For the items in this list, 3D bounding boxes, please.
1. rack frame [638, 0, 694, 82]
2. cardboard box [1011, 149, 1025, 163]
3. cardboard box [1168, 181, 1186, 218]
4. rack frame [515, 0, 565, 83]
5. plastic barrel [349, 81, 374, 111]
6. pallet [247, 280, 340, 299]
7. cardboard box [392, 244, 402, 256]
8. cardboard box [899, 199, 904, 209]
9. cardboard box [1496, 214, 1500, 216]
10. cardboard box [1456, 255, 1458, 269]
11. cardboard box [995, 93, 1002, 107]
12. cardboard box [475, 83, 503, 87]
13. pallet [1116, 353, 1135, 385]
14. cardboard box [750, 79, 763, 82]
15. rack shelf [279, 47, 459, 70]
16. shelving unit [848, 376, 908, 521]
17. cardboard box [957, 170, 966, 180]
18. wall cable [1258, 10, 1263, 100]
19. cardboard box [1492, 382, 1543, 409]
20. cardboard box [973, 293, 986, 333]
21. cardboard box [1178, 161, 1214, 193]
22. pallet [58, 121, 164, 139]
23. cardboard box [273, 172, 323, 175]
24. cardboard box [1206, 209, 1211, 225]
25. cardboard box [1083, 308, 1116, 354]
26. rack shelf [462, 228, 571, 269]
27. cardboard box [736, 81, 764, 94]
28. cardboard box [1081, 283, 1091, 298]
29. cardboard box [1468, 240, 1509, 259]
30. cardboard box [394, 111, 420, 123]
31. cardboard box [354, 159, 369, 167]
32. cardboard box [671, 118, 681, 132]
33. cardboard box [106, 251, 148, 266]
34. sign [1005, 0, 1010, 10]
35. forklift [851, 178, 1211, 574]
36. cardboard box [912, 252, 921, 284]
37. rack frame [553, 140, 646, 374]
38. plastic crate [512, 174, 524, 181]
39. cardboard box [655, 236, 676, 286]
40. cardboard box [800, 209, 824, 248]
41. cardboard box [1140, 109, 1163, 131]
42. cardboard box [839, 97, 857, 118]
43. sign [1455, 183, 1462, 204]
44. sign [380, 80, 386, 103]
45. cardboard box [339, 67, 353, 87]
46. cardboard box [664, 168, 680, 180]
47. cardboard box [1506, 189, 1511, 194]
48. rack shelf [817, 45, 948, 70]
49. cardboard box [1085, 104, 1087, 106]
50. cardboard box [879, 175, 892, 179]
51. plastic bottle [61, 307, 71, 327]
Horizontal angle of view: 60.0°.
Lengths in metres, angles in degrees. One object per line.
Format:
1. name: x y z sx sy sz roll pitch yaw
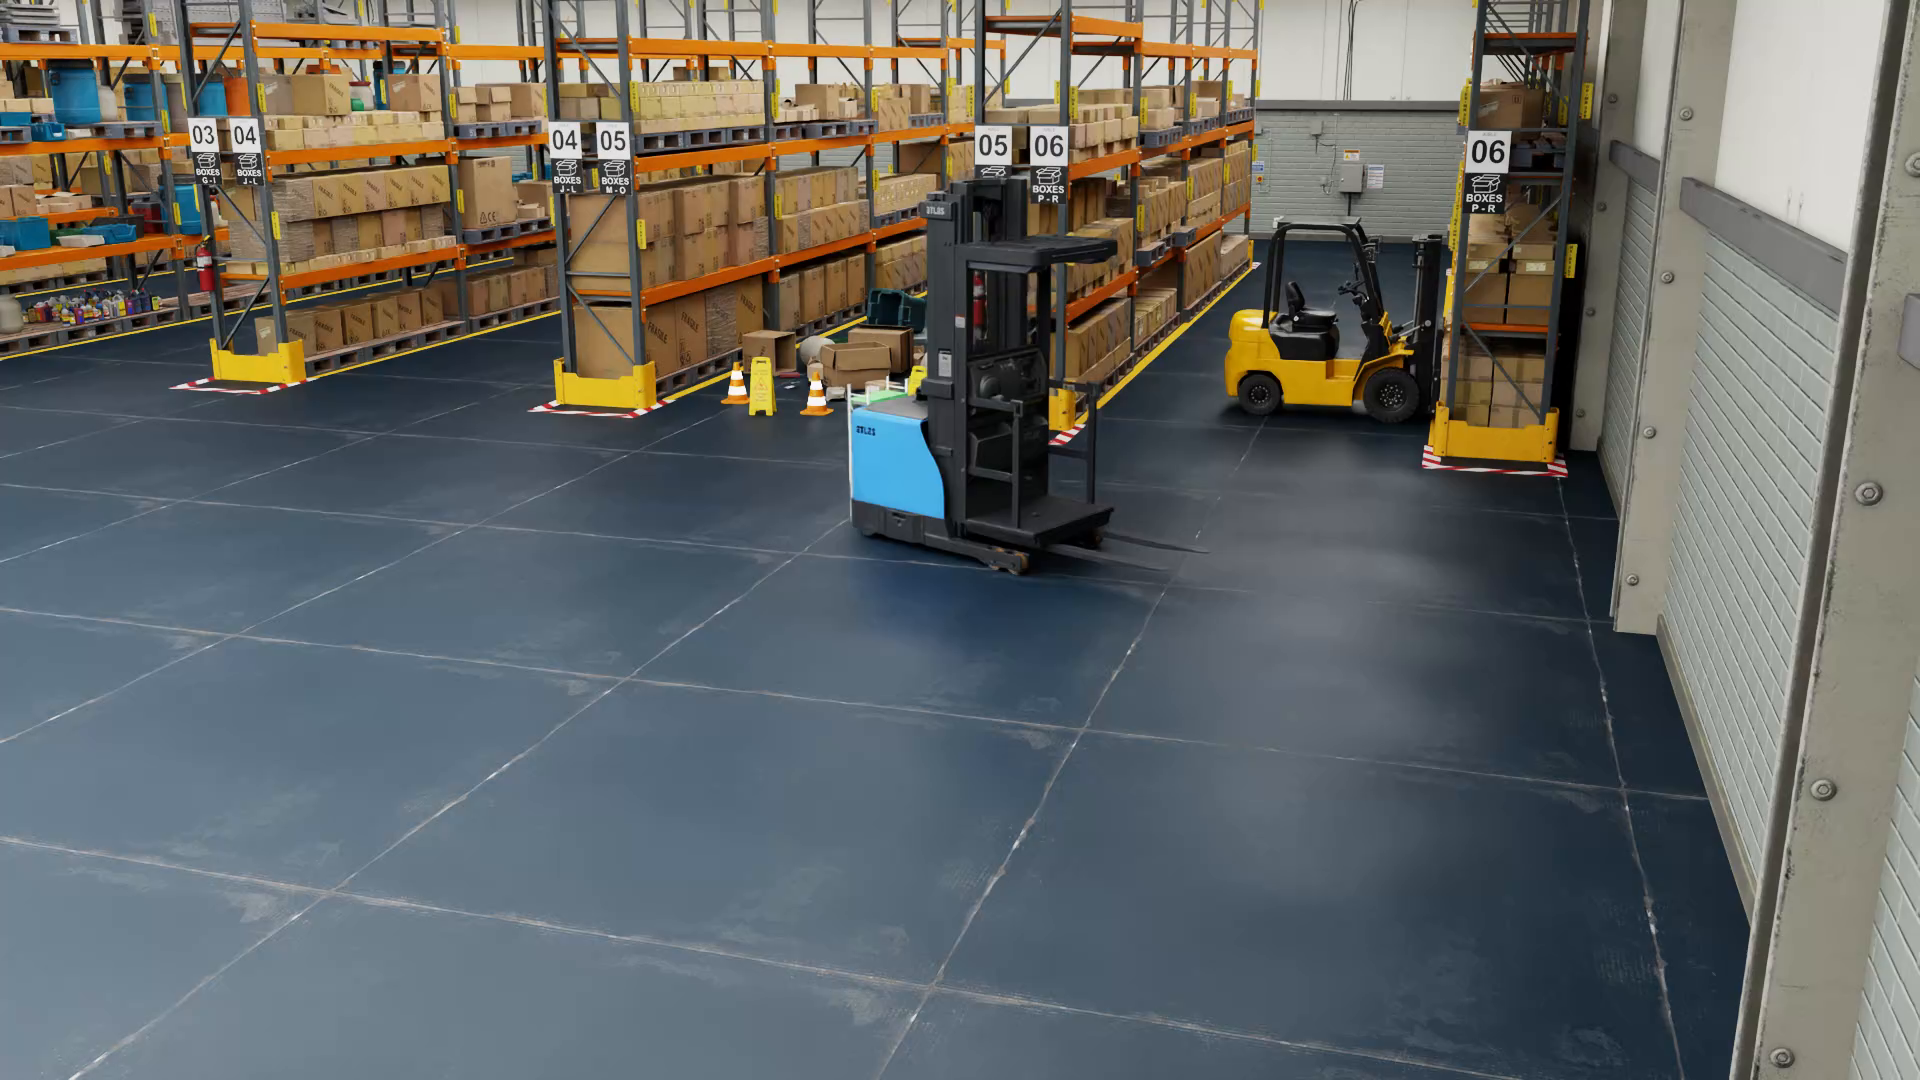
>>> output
1. rack frame: -5.446 -9.483 30.771 1.000 3.000 0.127 5 16 16
2. cardboard box: 0.478 -4.126 17.842 0.380 0.149 0.250 5 17 16
3. cardboard box: 3.056 -5.034 24.584 0.500 0.500 0.500 4 16 14
4. rack frame: -9.058 -10.913 35.815 1.000 3.000 0.127 5 16 16
5. plastic barrel: -10.972 -8.120 30.446 0.433 0.535 0.433 0 16 0
6. pallet: -11.589 -4.393 28.931 1.003 0.211 1.213 5 16 16
7. cardboard box: -7.902 -3.981 22.827 0.380 0.149 0.250 5 16 16
8. cardboard box: -1.161 -5.669 28.009 0.380 0.149 0.250 5 17 17
9. cardboard box: 6.968 -4.283 22.062 0.380 0.149 0.250 5 16 16
10. cardboard box: 5.279 -2.847 16.996 0.380 0.149 0.250 5 17 17
11. cardboard box: 0.530 -8.703 32.878 0.500 0.250 0.500 4 16 14
12. cardboard box: -7.247 -6.914 26.113 0.500 0.500 0.500 4 16 14
13. pallet: 1.625 -2.215 21.253 1.003 0.211 1.213 5 16 16
14. cardboard box: -4.406 -9.244 34.291 0.700 0.500 0.500 4 16 13
15. rack shelf: -10.763 -8.805 30.433 1.077 0.370 4.000 5 16 16
16. shelving unit: -0.697 -0.777 14.366 0.258 1.200 0.503 12 20 38
17. cardboard box: -0.203 -6.617 30.933 0.500 0.500 0.500 5 16 16
18. wall cable: 6.538 -11.271 37.075 0.463 3.000 0.029 5 16 16
19. cardboard box: 5.738 -1.531 17.085 0.500 0.250 0.500 5 17 17
20. cardboard box: 0.066 -3.027 22.198 0.500 0.500 0.500 5 16 16
21. cardboard box: 3.866 -5.954 27.308 0.500 0.500 0.500 5 17 18
22. pallet: -12.580 -6.044 24.489 1.213 0.211 1.003 5 16 16
23. cardboard box: -8.656 -4.554 21.829 0.500 0.500 0.500 5 16 16
24. cardboard box: 3.862 -5.355 27.488 0.500 0.250 0.500 4 16 14
25. cardboard box: 1.584 -2.533 20.157 0.500 0.500 0.500 6 17 19
26. rack shelf: -7.151 -4.681 26.154 1.077 0.370 4.000 5 16 16
27. cardboard box: -2.791 -5.928 21.782 0.380 0.149 0.250 4 16 15
28. cardboard box: 1.267 -2.834 18.784 0.380 0.149 0.250 5 17 17
29. cardboard box: 5.305 -2.918 16.703 0.380 0.149 0.250 5 16 16
30. cardboard box: -7.687 -5.824 22.912 0.380 0.149 0.250 4 16 13
31. cardboard box: -13.673 -8.322 37.490 0.500 0.500 0.500 5 17 18
32. cardboard box: -3.510 -4.882 19.555 0.380 0.149 0.250 5 17 16
33. cardboard box: -15.676 -5.425 31.235 0.500 0.500 0.500 5 17 18
34. sign: 0.943 -10.595 32.692 0.100 0.325 0.005 5 16 16
35. forklift: 0.545 -1.306 13.062 3.031 2.935 1.130 13 20 38
36. cardboard box: -0.984 -4.704 28.728 0.500 0.500 0.500 4 16 15
37. rack frame: -4.130 -3.046 19.072 1.000 3.000 0.127 5 16 16
38. plastic crate: -9.631 -7.764 35.903 0.416 0.233 0.300 5 16 16
39. cardboard box: -3.932 -3.364 19.919 0.875 0.550 0.550 5 16 16
40. cardboard box: -2.298 -4.520 24.086 0.500 0.500 0.500 5 16 16
41. cardboard box: 2.332 -5.430 21.484 0.500 0.250 0.500 4 16 14
42. cardboard box: -1.866 -6.493 24.937 0.500 0.311 0.500 5 16 16
43. sign: 7.155 -4.956 23.830 0.100 0.325 0.005 5 16 16
44. sign: -8.253 -6.427 23.825 0.100 0.325 0.005 5 16 16
45. cardboard box: -13.937 -10.249 36.953 0.700 0.500 0.500 5 16 16
46. cardboard box: -5.620 -6.960 30.848 0.797 0.503 0.637 4 16 14
47. cardboard box: 7.965 -5.091 25.322 0.797 0.503 0.637 4 16 15
48. rack shelf: -1.288 -8.010 27.630 1.077 0.370 4.000 5 16 16
49. cardboard box: 1.379 -5.384 20.816 0.380 0.149 0.250 4 16 15
50. cardboard box: -1.421 -6.345 29.304 0.380 0.149 0.250 5 17 16
51. plastic bottle: -12.791 -3.191 23.775 0.097 0.271 0.097 0 16 0
